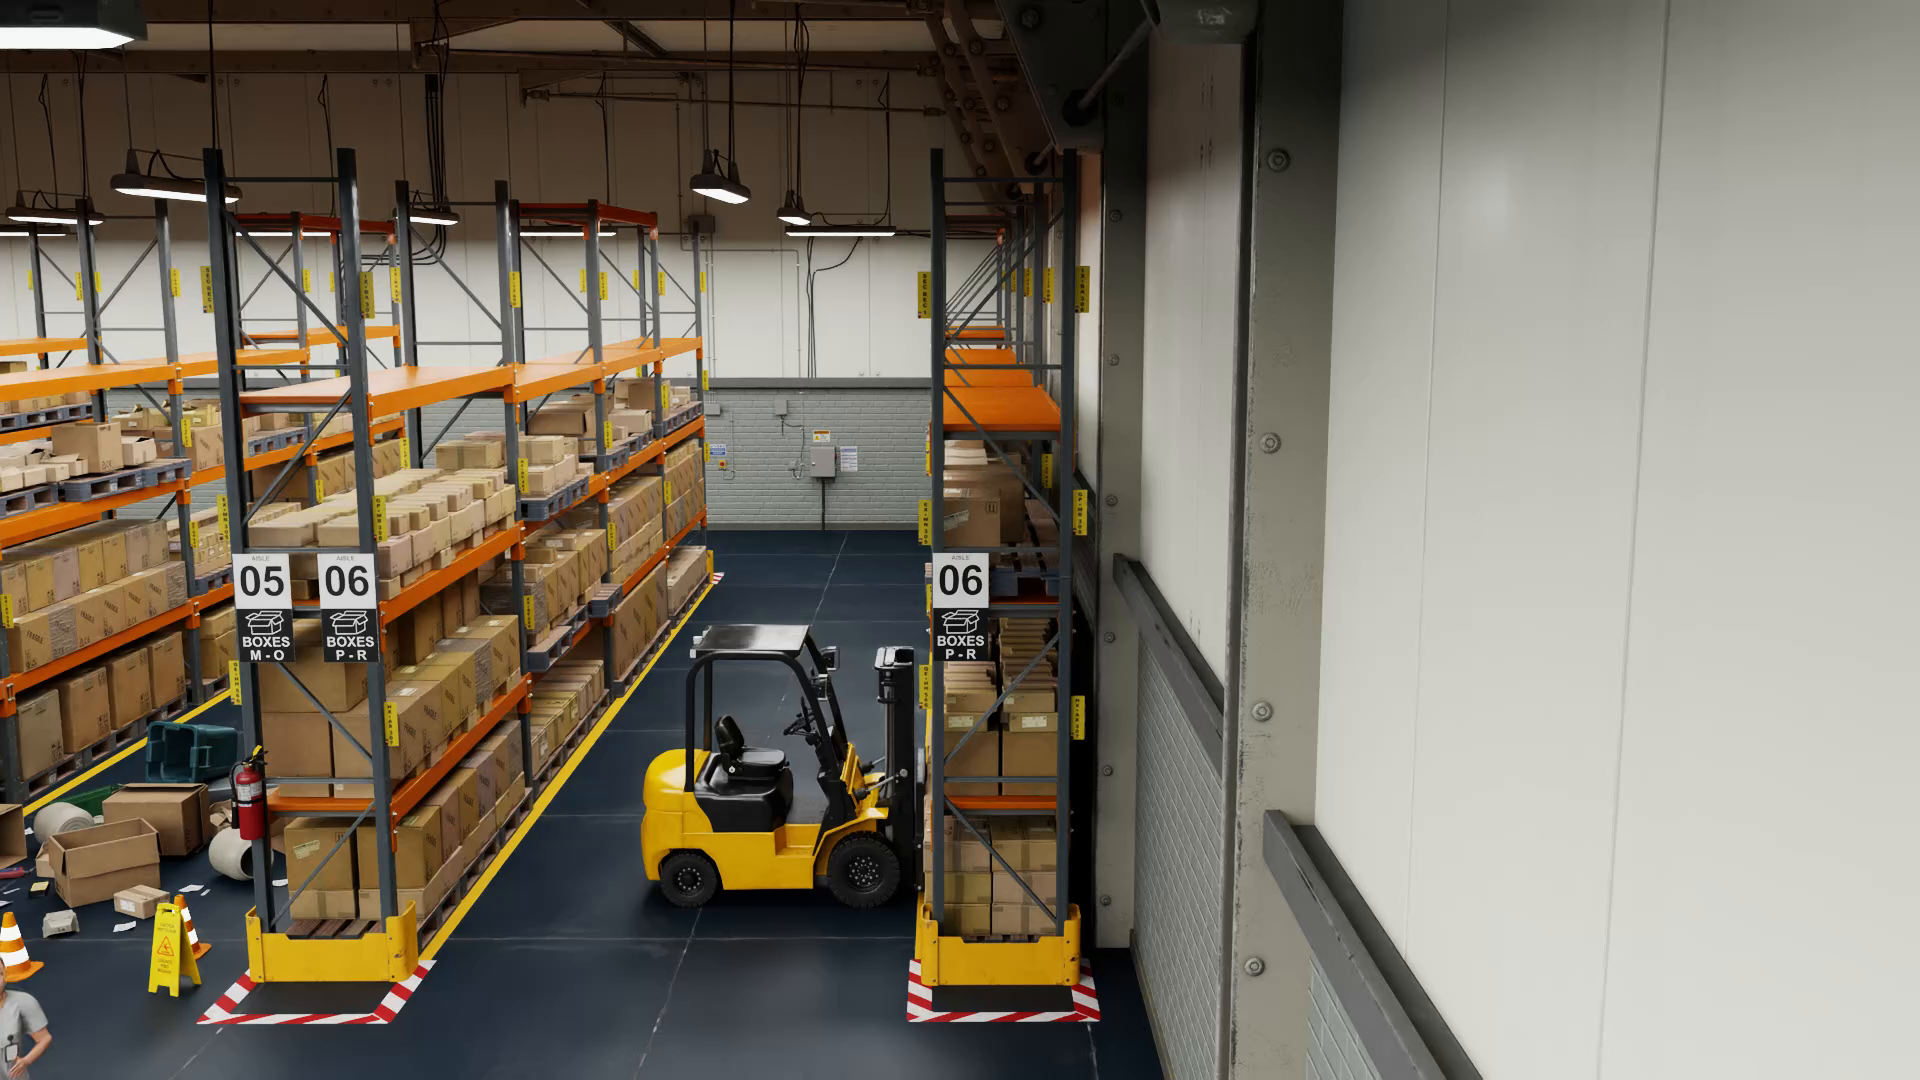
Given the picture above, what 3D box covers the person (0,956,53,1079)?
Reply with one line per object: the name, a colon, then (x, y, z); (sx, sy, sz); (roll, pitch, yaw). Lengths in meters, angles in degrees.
person: (-5.147, 2.959, 8.800); (0.600, 1.713, 0.868); (-8, 12, -42)
